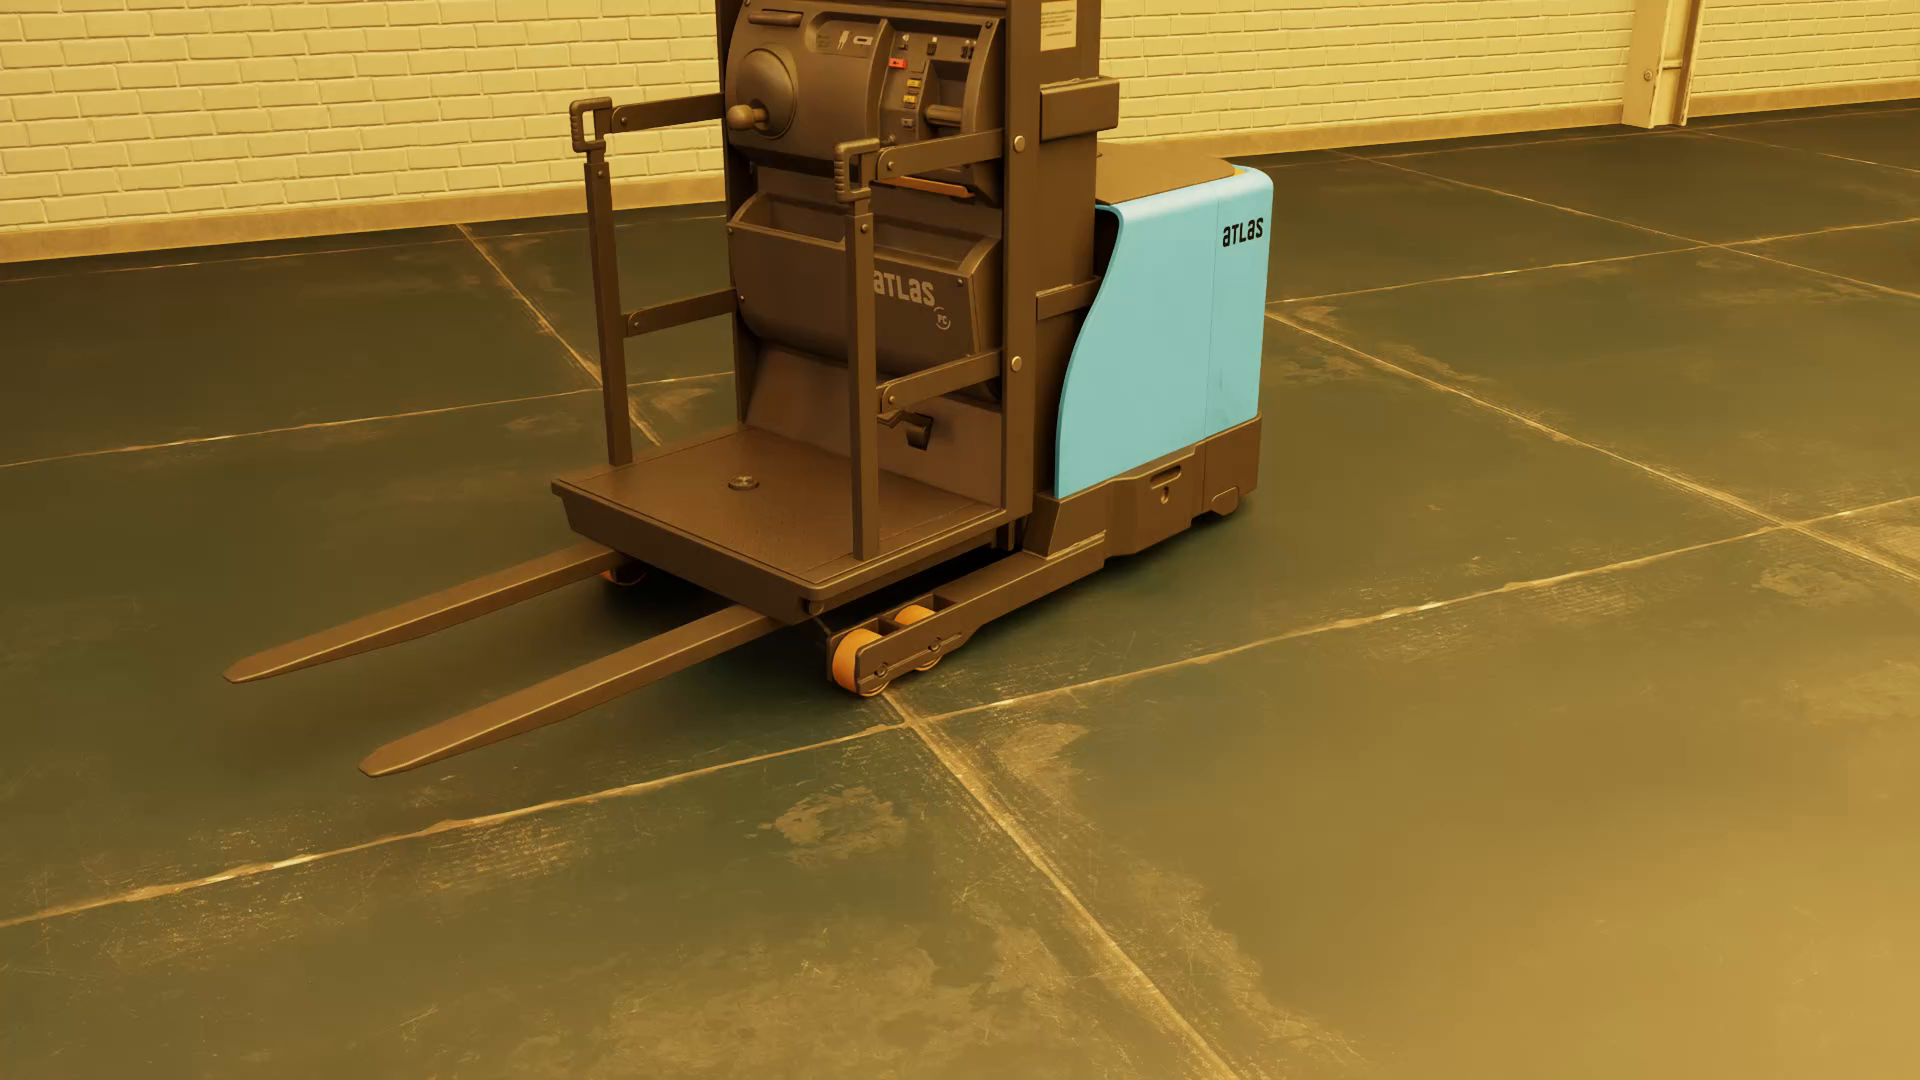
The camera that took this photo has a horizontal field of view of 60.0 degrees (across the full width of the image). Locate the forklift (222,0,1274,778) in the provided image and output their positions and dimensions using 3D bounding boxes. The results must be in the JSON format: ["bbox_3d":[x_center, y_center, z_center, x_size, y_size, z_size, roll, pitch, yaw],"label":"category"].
[{"bbox_3d":[-0.413,-1.182,4.131,1.130,2.935,3.031,19,29,39],"label":"forklift"}]
